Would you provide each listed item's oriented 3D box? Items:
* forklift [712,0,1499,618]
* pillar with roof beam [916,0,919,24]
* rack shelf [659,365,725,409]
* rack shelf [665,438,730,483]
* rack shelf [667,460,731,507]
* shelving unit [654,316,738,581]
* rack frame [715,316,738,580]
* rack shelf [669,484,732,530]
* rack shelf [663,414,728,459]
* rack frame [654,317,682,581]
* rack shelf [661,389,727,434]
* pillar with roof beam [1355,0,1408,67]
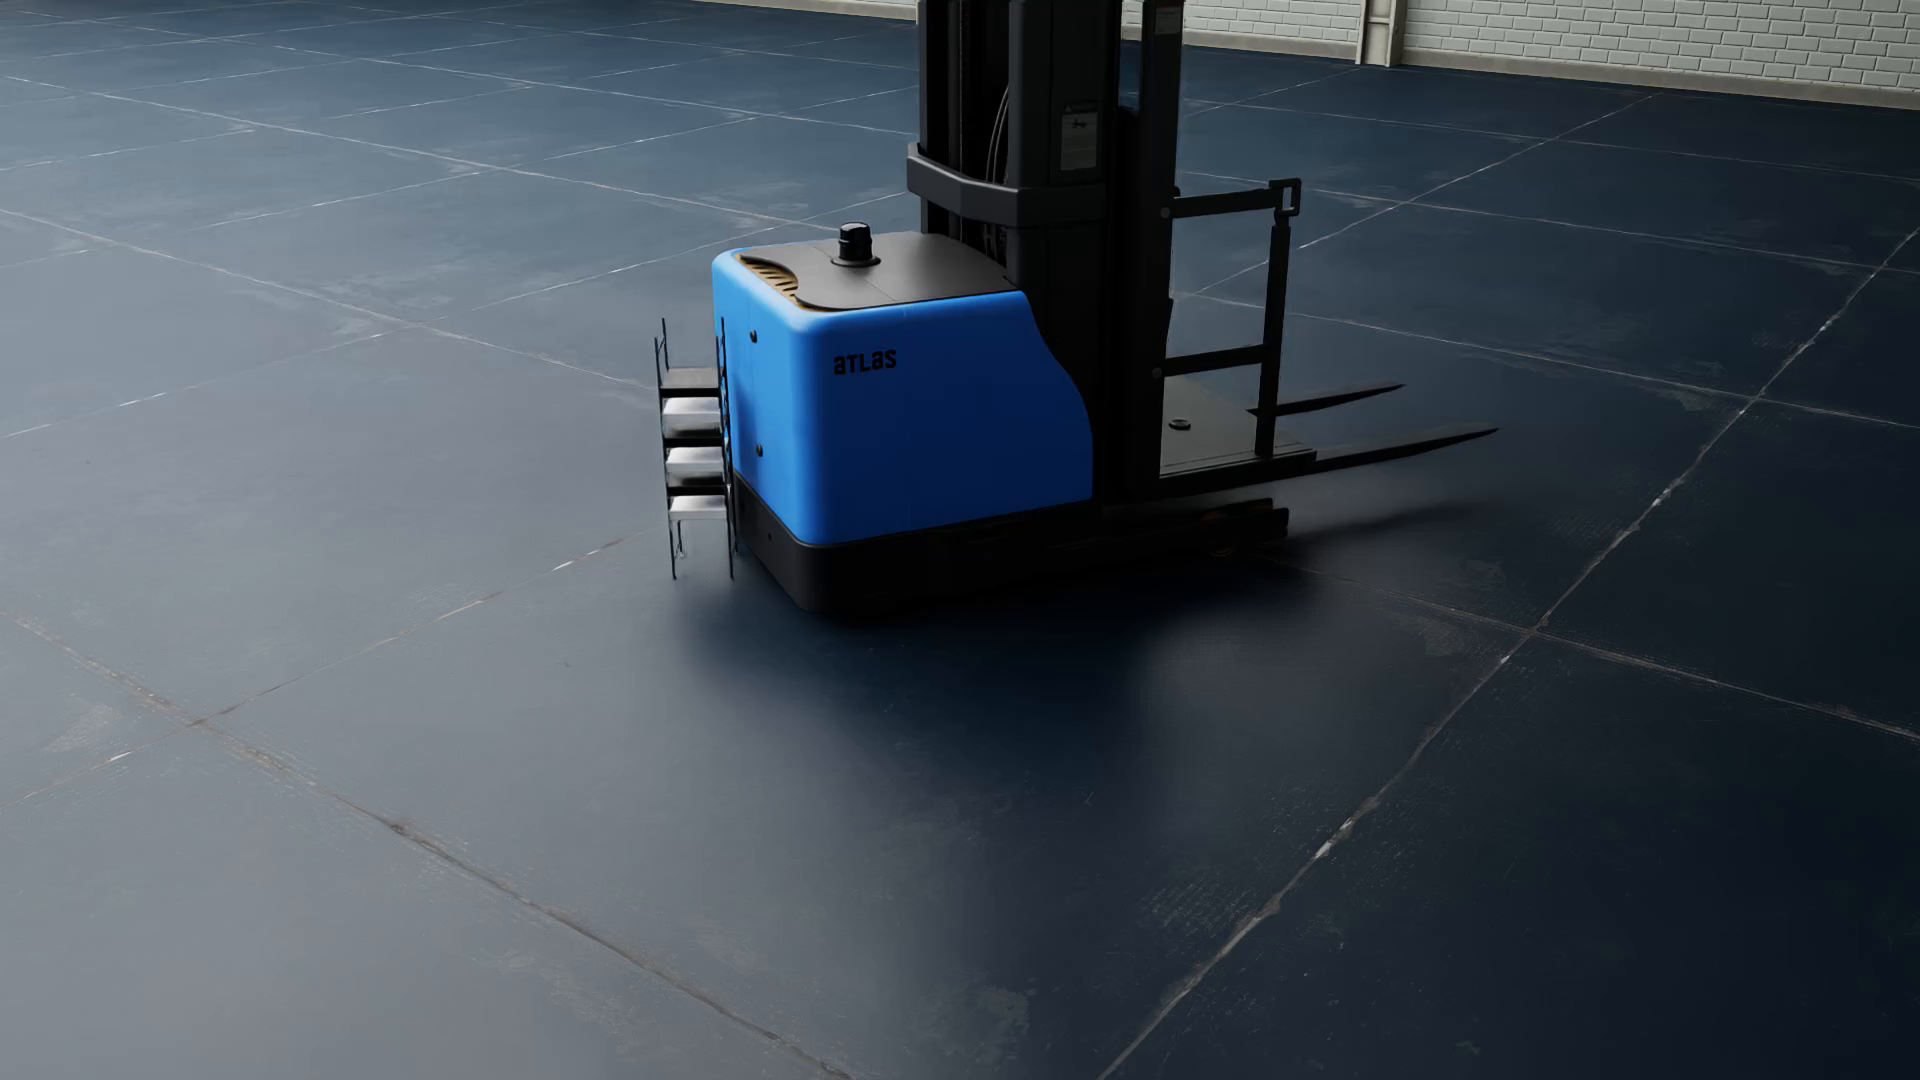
[{"bbox_3d":[0.664,-1.462,5.932,3.031,2.935,1.130,-10,26,-22],"label":"forklift"},{"bbox_3d":[-2.888,-9.300,16.196,0.400,9.000,9.100,17,29,33],"label":"pillar with roof beam"},{"bbox_3d":[-0.921,-0.532,5.752,0.200,0.077,0.258,-1,24,-2],"label":"rack shelf"},{"bbox_3d":[-0.922,-0.285,5.862,0.200,0.077,0.258,-1,24,-2],"label":"rack shelf"},{"bbox_3d":[-0.922,-0.203,5.899,0.200,0.077,0.258,-1,24,-2],"label":"rack shelf"},{"bbox_3d":[-0.922,-0.316,5.849,0.210,0.900,0.258,-1,24,-2],"label":"shelving unit"},{"bbox_3d":[-0.820,-0.317,5.853,0.006,0.900,0.240,-1,24,-2],"label":"rack frame"},{"bbox_3d":[-0.922,-0.121,5.936,0.200,0.077,0.258,-1,24,-2],"label":"rack shelf"},{"bbox_3d":[-0.922,-0.367,5.826,0.200,0.077,0.258,-1,24,-2],"label":"rack shelf"},{"bbox_3d":[-1.023,-0.314,5.845,0.006,0.900,0.240,-1,24,-2],"label":"rack frame"},{"bbox_3d":[-0.921,-0.450,5.789,0.200,0.077,0.258,-1,24,-2],"label":"rack shelf"},{"bbox_3d":[1.913,-7.849,12.903,0.400,9.000,9.100,17,29,33],"label":"pillar with roof beam"}]
